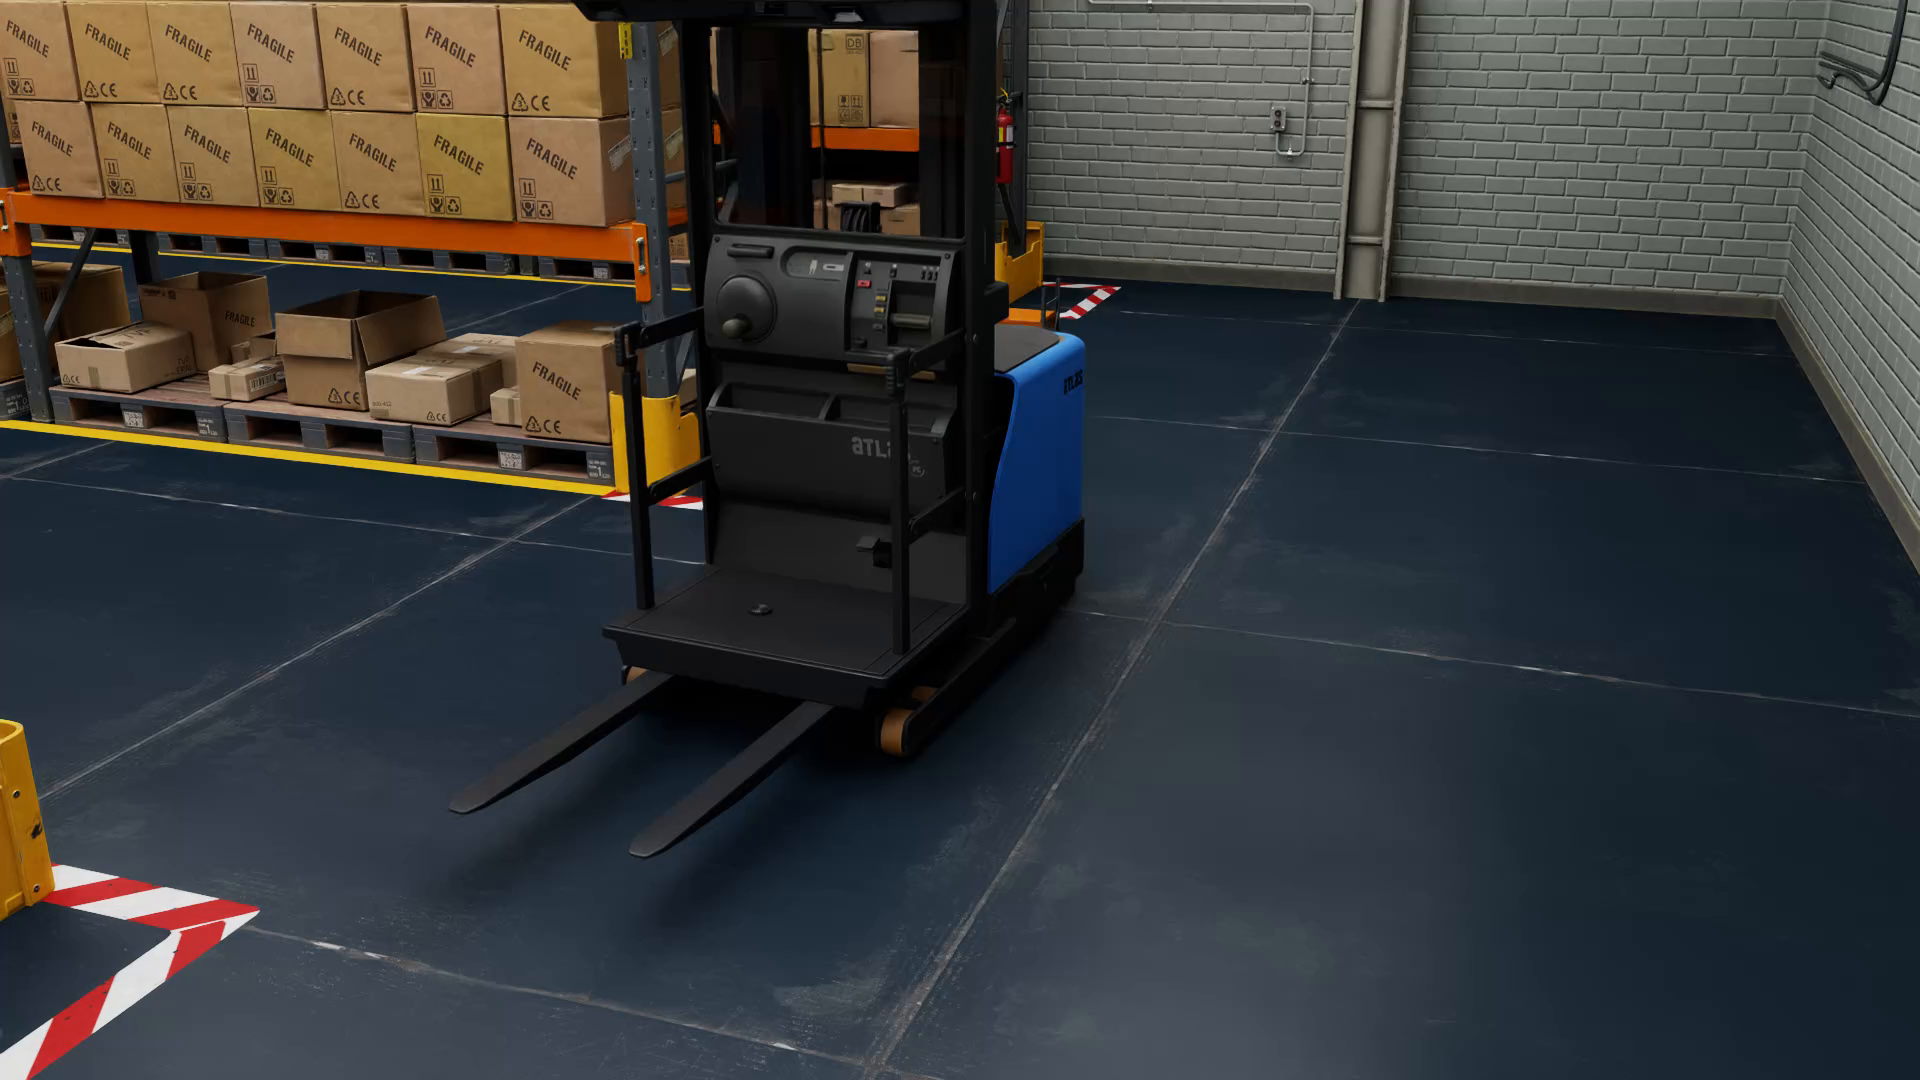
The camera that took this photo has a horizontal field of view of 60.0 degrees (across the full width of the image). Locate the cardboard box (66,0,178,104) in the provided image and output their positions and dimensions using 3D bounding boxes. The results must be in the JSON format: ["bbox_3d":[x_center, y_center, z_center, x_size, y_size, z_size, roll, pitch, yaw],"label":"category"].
[{"bbox_3d":[-4.244,-2.564,8.705,0.500,0.500,0.500,6,20,16],"label":"cardboard box"}]

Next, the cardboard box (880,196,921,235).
[{"bbox_3d":[-0.378,-2.410,13.093,0.500,0.500,0.700,7,20,18],"label":"cardboard box"}]

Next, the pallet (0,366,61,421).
[{"bbox_3d":[-5.865,-0.998,10.120,1.213,0.211,1.003,7,20,18],"label":"pallet"}]

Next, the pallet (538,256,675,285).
[{"bbox_3d":[-2.770,-2.356,14.016,1.213,0.211,1.003,7,20,18],"label":"pallet"}]

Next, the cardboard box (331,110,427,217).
[{"bbox_3d":[-2.779,-1.929,8.400,0.500,0.500,0.500,7,20,18],"label":"cardboard box"}]

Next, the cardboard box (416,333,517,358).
[{"bbox_3d":[-2.671,-0.971,9.315,0.500,0.250,0.500,7,20,18],"label":"cardboard box"}]

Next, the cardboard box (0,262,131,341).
[{"bbox_3d":[-5.462,-1.395,10.149,0.500,0.500,0.500,6,20,16],"label":"cardboard box"}]

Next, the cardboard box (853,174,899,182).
[{"bbox_3d":[-0.673,-2.820,13.282,0.250,0.149,0.380,7,20,18],"label":"cardboard box"}]

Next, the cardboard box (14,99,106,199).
[{"bbox_3d":[-4.693,-2.147,9.025,0.500,0.500,0.500,7,20,19],"label":"cardboard box"}]

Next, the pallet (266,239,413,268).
[{"bbox_3d":[-5.373,-2.654,14.870,1.213,0.211,1.003,7,20,18],"label":"pallet"}]

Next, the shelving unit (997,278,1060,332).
[{"bbox_3d":[0.156,-0.549,7.327,0.503,1.200,0.258,7,20,18],"label":"shelving unit"}]

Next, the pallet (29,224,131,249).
[{"bbox_3d":[-7.979,-2.980,15.804,1.213,0.211,1.003,7,20,18],"label":"pallet"}]

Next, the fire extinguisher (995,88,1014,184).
[{"bbox_3d":[0.307,-2.975,12.239,0.183,0.674,0.296,7,20,18],"label":"fire extinguisher"}]

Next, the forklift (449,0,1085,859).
[{"bbox_3d":[-0.538,-0.823,5.484,1.130,2.935,3.031,8,21,22],"label":"forklift"}]

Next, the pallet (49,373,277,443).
[{"bbox_3d":[-4.436,-0.848,9.688,1.213,0.211,1.003,7,20,18],"label":"pallet"}]

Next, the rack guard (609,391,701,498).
[{"bbox_3d":[-1.378,-0.635,8.638,0.348,0.500,1.175,7,20,18],"label":"rack guard"}]

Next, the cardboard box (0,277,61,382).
[{"bbox_3d":[-5.645,-1.231,9.679,0.500,0.500,0.500,6,20,18],"label":"cardboard box"}]

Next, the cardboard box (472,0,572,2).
[{"bbox_3d":[-2.135,-2.510,8.550,0.500,0.500,0.500,7,20,19],"label":"cardboard box"}]

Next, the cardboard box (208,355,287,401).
[{"bbox_3d":[-3.939,-0.906,9.254,0.250,0.166,0.380,7,20,18],"label":"cardboard box"}]

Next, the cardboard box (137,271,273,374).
[{"bbox_3d":[-4.453,-1.293,9.858,0.500,0.500,0.500,7,20,18],"label":"cardboard box"}]

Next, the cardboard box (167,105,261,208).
[{"bbox_3d":[-3.736,-2.037,8.712,0.500,0.500,0.500,6,20,18],"label":"cardboard box"}]

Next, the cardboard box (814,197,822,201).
[{"bbox_3d":[-1.326,-2.518,13.403,0.500,0.500,0.700,6,20,16],"label":"cardboard box"}]

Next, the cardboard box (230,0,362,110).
[{"bbox_3d":[-3.271,-2.453,8.386,0.500,0.500,0.500,7,20,20],"label":"cardboard box"}]

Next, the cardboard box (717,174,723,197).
[{"bbox_3d":[-2.033,-2.841,13.344,0.250,0.149,0.380,6,20,17],"label":"cardboard box"}]

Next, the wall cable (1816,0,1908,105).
[{"bbox_3d":[5.541,-3.992,10.075,0.112,2.526,3.097,7,20,18],"label":"wall cable"}]

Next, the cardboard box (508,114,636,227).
[{"bbox_3d":[-1.819,-1.818,8.083,0.500,0.500,0.500,7,20,20],"label":"cardboard box"}]

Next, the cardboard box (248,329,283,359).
[{"bbox_3d":[-3.745,-1.123,9.657,0.500,0.311,0.500,7,20,18],"label":"cardboard box"}]

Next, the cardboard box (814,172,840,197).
[{"bbox_3d":[-1.150,-2.874,13.438,0.250,0.149,0.380,7,20,19],"label":"cardboard box"}]

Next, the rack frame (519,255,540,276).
[{"bbox_3d":[-3.463,-3.780,13.862,0.127,3.000,1.000,7,20,18],"label":"rack frame"}]

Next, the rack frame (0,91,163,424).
[{"bbox_3d":[-5.085,-2.239,9.443,0.127,3.000,1.000,7,20,18],"label":"rack frame"}]

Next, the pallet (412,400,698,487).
[{"bbox_3d":[-2.131,-0.584,8.932,1.213,0.211,1.003,7,20,18],"label":"pallet"}]

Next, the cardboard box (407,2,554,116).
[{"bbox_3d":[-2.294,-2.343,8.070,0.500,0.500,0.500,7,20,20],"label":"cardboard box"}]

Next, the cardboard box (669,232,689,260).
[{"bbox_3d":[-2.316,-2.630,13.723,0.500,0.500,0.700,6,20,18],"label":"cardboard box"}]

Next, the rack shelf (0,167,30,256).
[{"bbox_3d":[-6.974,-2.115,10.181,4.000,0.370,1.077,7,20,18],"label":"rack shelf"}]

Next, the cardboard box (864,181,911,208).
[{"bbox_3d":[-0.559,-2.674,12.863,0.250,0.149,0.380,6,20,17],"label":"cardboard box"}]

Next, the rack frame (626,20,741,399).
[{"bbox_3d":[-1.306,-1.807,8.203,0.127,3.000,1.000,7,20,18],"label":"rack frame"}]

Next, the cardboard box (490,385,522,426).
[{"bbox_3d":[-2.254,-0.731,8.752,0.250,0.166,0.380,7,20,18],"label":"cardboard box"}]

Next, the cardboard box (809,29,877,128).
[{"bbox_3d":[-0.860,-3.616,12.938,0.700,0.700,0.980,6,20,18],"label":"cardboard box"}]

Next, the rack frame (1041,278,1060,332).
[{"bbox_3d":[0.387,-0.522,7.252,0.015,1.200,0.240,7,20,18],"label":"rack frame"}]

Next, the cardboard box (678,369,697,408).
[{"bbox_3d":[-1.589,-0.821,9.036,0.250,0.149,0.380,7,20,18],"label":"cardboard box"}]

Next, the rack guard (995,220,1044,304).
[{"bbox_3d":[0.339,-2.165,13.027,0.348,0.500,1.175,7,20,18],"label":"rack guard"}]
